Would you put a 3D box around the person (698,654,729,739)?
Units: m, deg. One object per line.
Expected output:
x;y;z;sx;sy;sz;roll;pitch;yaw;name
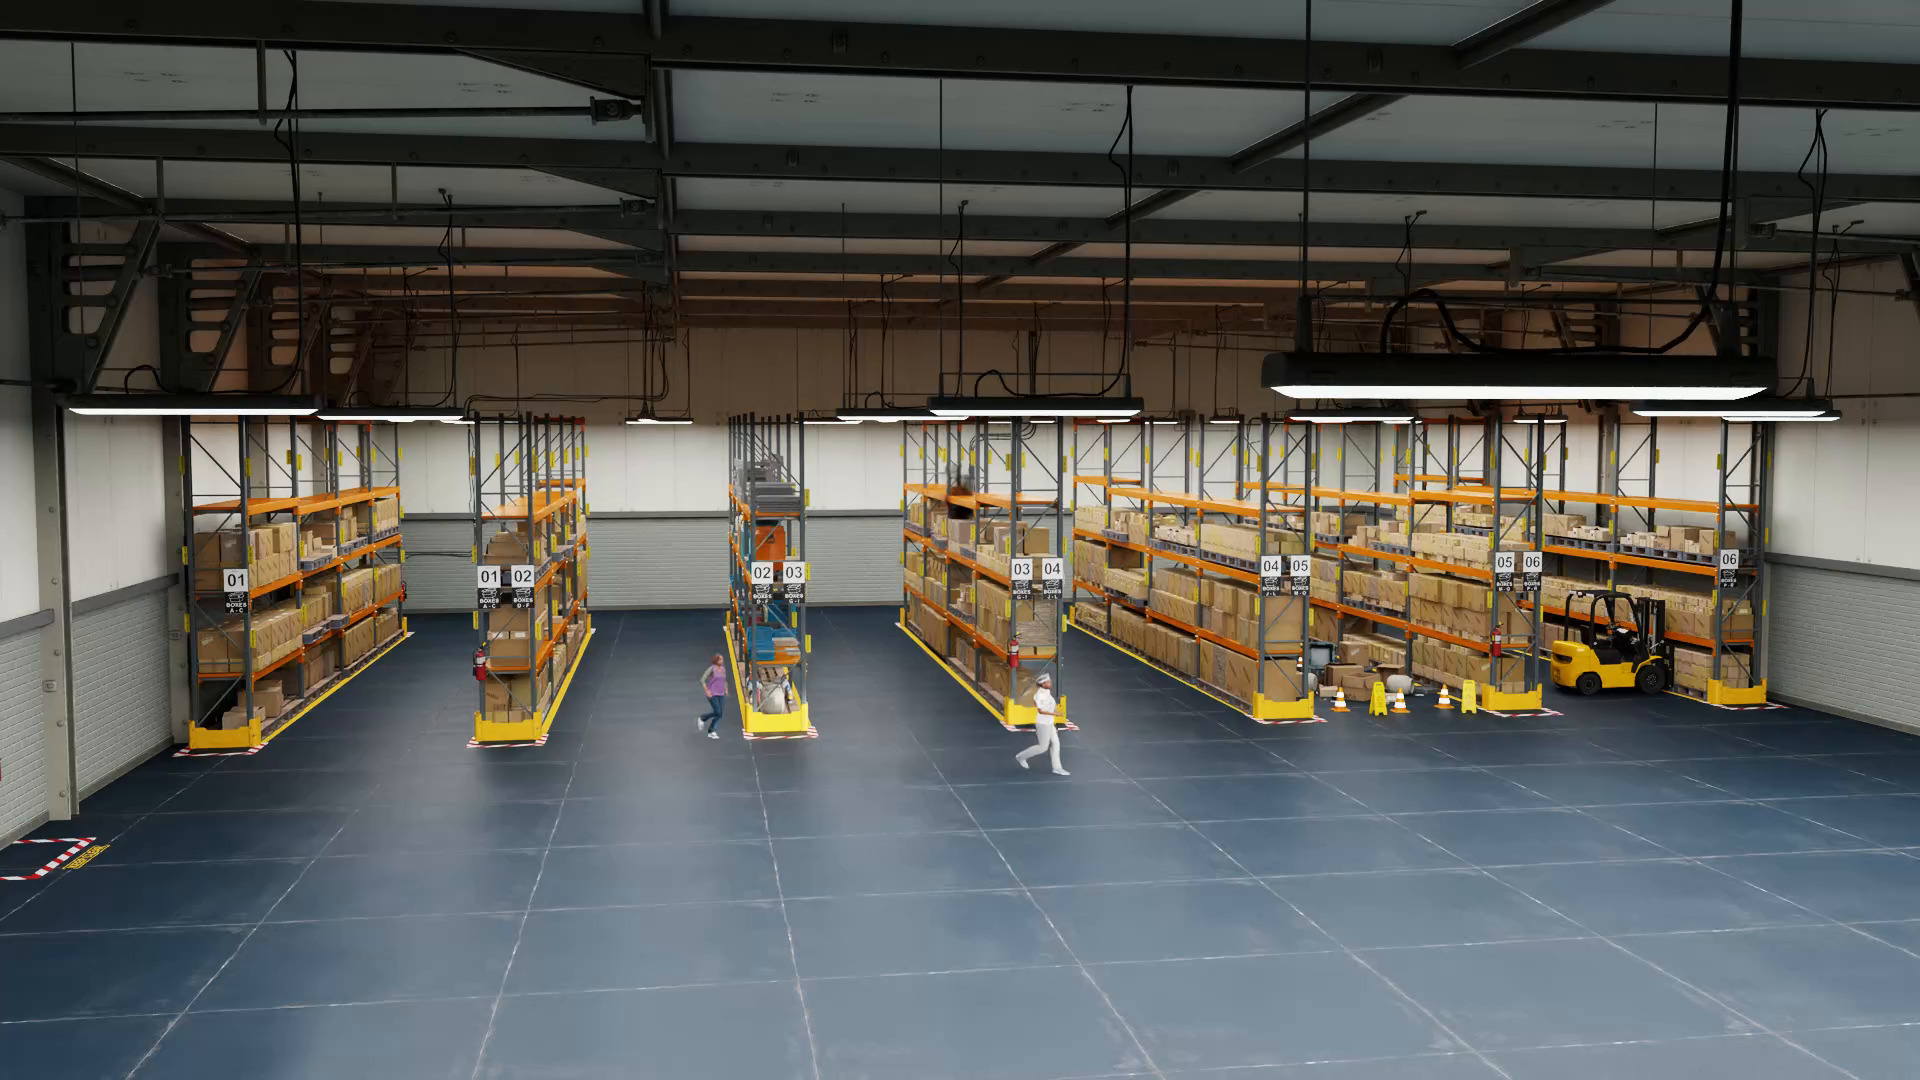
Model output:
-4.515;2.869;30.760;0.529;1.525;0.576;3;5;41;person

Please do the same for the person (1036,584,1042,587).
2.366;1.676;46.786;0.743;1.737;0.753;0;4;3;person

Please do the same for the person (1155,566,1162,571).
5.647;1.640;47.191;0.638;1.837;0.743;-1;4;-12;person

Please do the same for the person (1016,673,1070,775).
1.365;3.023;27.303;0.892;1.691;0.581;1;4;11;person
